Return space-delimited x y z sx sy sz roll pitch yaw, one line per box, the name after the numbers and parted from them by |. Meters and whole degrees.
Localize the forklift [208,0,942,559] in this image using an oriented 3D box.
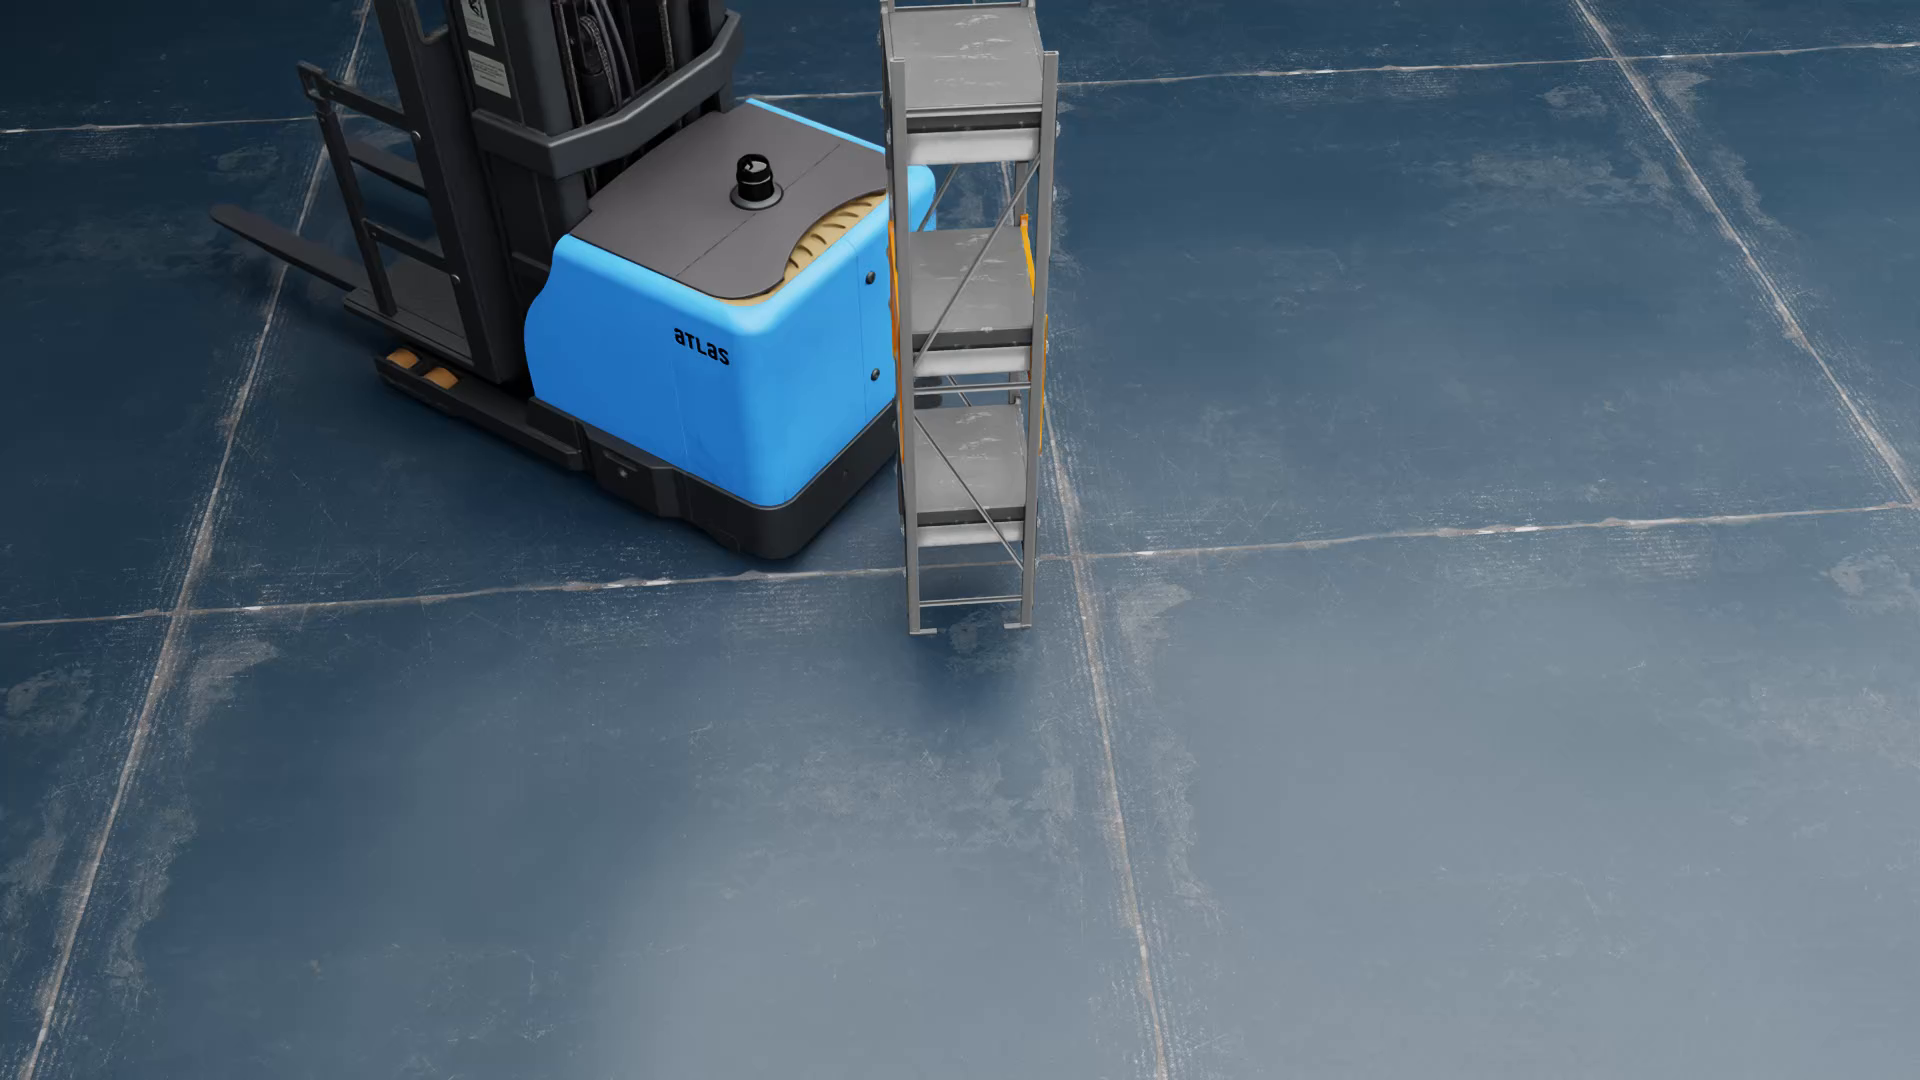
-1.580 -1.781 5.418 3.031 2.935 1.130 25 52 22 | forklift

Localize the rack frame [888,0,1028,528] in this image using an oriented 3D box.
-0.007 -0.779 5.041 0.400 2.100 0.015 -3 47 -3 | rack frame

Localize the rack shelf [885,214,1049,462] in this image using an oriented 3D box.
0.014 -0.593 4.884 0.431 0.518 0.480 -3 47 -3 | rack shelf

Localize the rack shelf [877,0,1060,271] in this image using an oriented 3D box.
0.014 -1.074 4.376 0.431 0.518 0.480 -3 47 -3 | rack shelf

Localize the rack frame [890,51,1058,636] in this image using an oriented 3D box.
0.034 -0.426 4.707 0.400 2.100 0.015 -3 47 -3 | rack frame

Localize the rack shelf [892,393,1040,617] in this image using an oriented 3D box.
0.014 -0.112 5.392 0.431 0.518 0.480 -3 47 -3 | rack shelf

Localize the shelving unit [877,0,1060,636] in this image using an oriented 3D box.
0.014 -0.602 4.874 0.431 2.100 0.503 -3 47 -3 | shelving unit
